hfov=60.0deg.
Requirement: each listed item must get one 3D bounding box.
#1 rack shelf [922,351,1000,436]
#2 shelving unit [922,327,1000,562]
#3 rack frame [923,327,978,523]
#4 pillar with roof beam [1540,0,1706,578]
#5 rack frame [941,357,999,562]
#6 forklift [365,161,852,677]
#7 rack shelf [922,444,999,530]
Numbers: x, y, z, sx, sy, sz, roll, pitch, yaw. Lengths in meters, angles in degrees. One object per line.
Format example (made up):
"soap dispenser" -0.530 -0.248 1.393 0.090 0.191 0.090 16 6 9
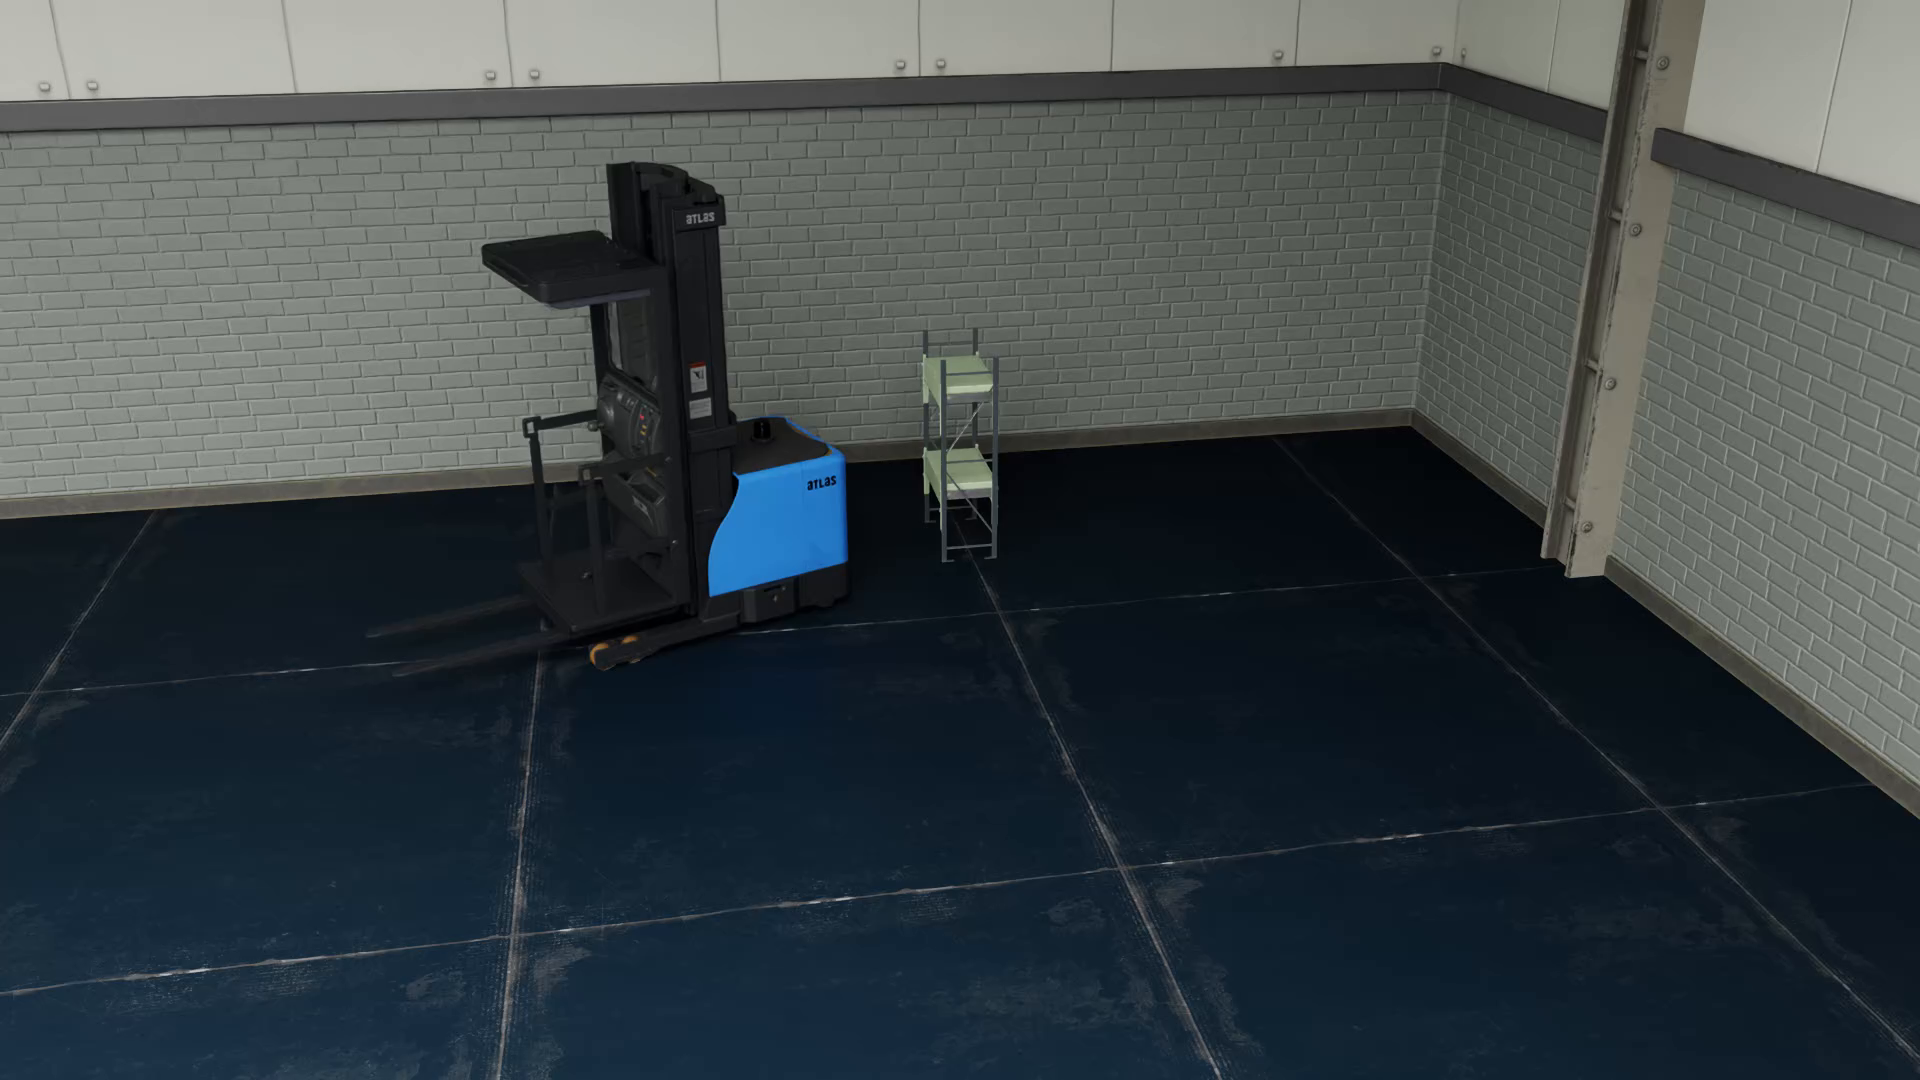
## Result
"rack shelf" -0.001 -1.048 11.800 0.431 0.370 0.720 -4 24 -10
"shelving unit" -0.001 -0.690 11.956 0.431 1.500 0.755 -4 24 -10
"rack frame" -0.069 -0.834 12.285 0.400 1.500 0.023 -4 24 -10
"pillar with roof beam" 0.140 -3.628 9.315 9.100 9.000 0.400 -4 24 -10
"rack frame" 0.066 -0.546 11.626 0.400 1.500 0.023 -4 24 -10
"forklift" -2.253 -0.770 10.350 3.031 2.935 1.130 -14 27 -29
"rack shelf" -0.001 -0.391 12.086 0.431 0.370 0.720 -4 24 -10
